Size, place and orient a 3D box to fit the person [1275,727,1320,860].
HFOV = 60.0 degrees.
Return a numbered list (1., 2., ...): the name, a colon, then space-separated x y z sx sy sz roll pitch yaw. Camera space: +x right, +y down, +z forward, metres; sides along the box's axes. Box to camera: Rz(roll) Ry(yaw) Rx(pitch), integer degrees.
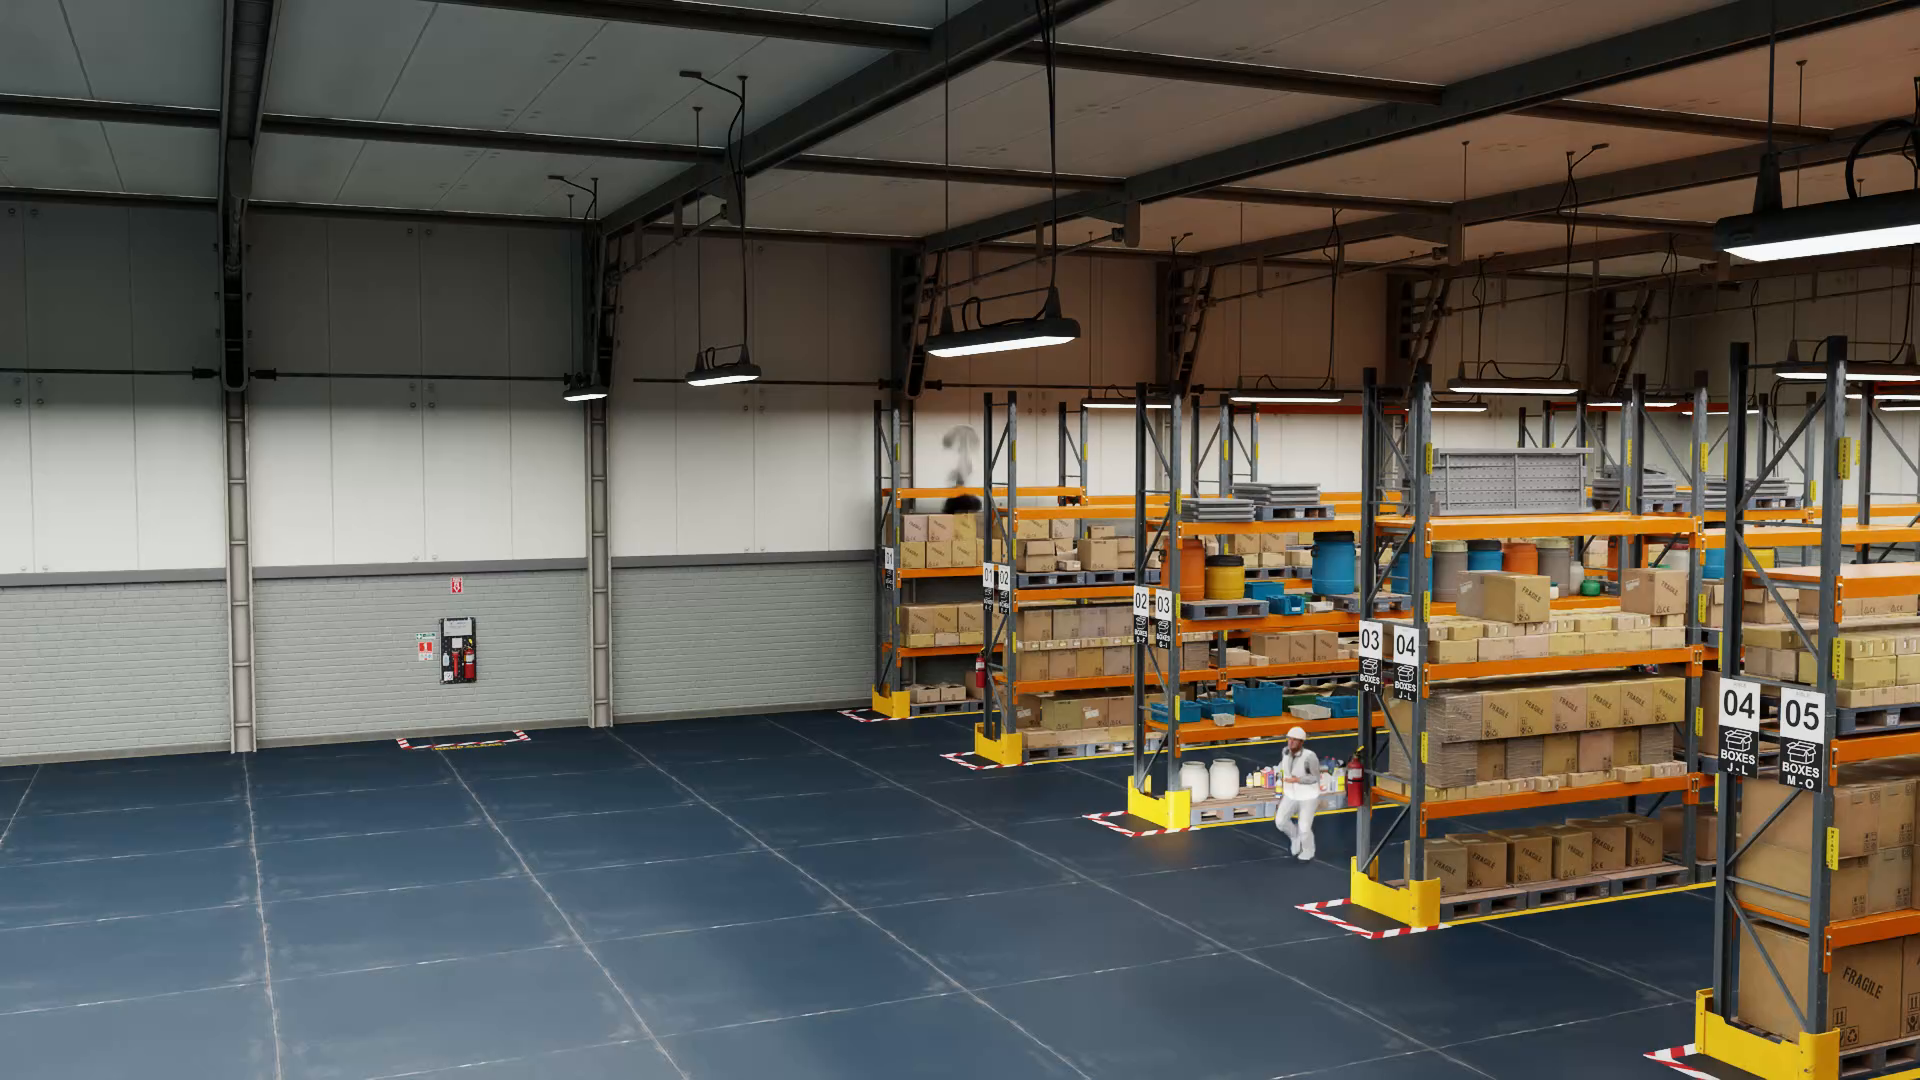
1. person: 4.127 3.104 20.298 0.611 1.681 0.764 3 4 39
